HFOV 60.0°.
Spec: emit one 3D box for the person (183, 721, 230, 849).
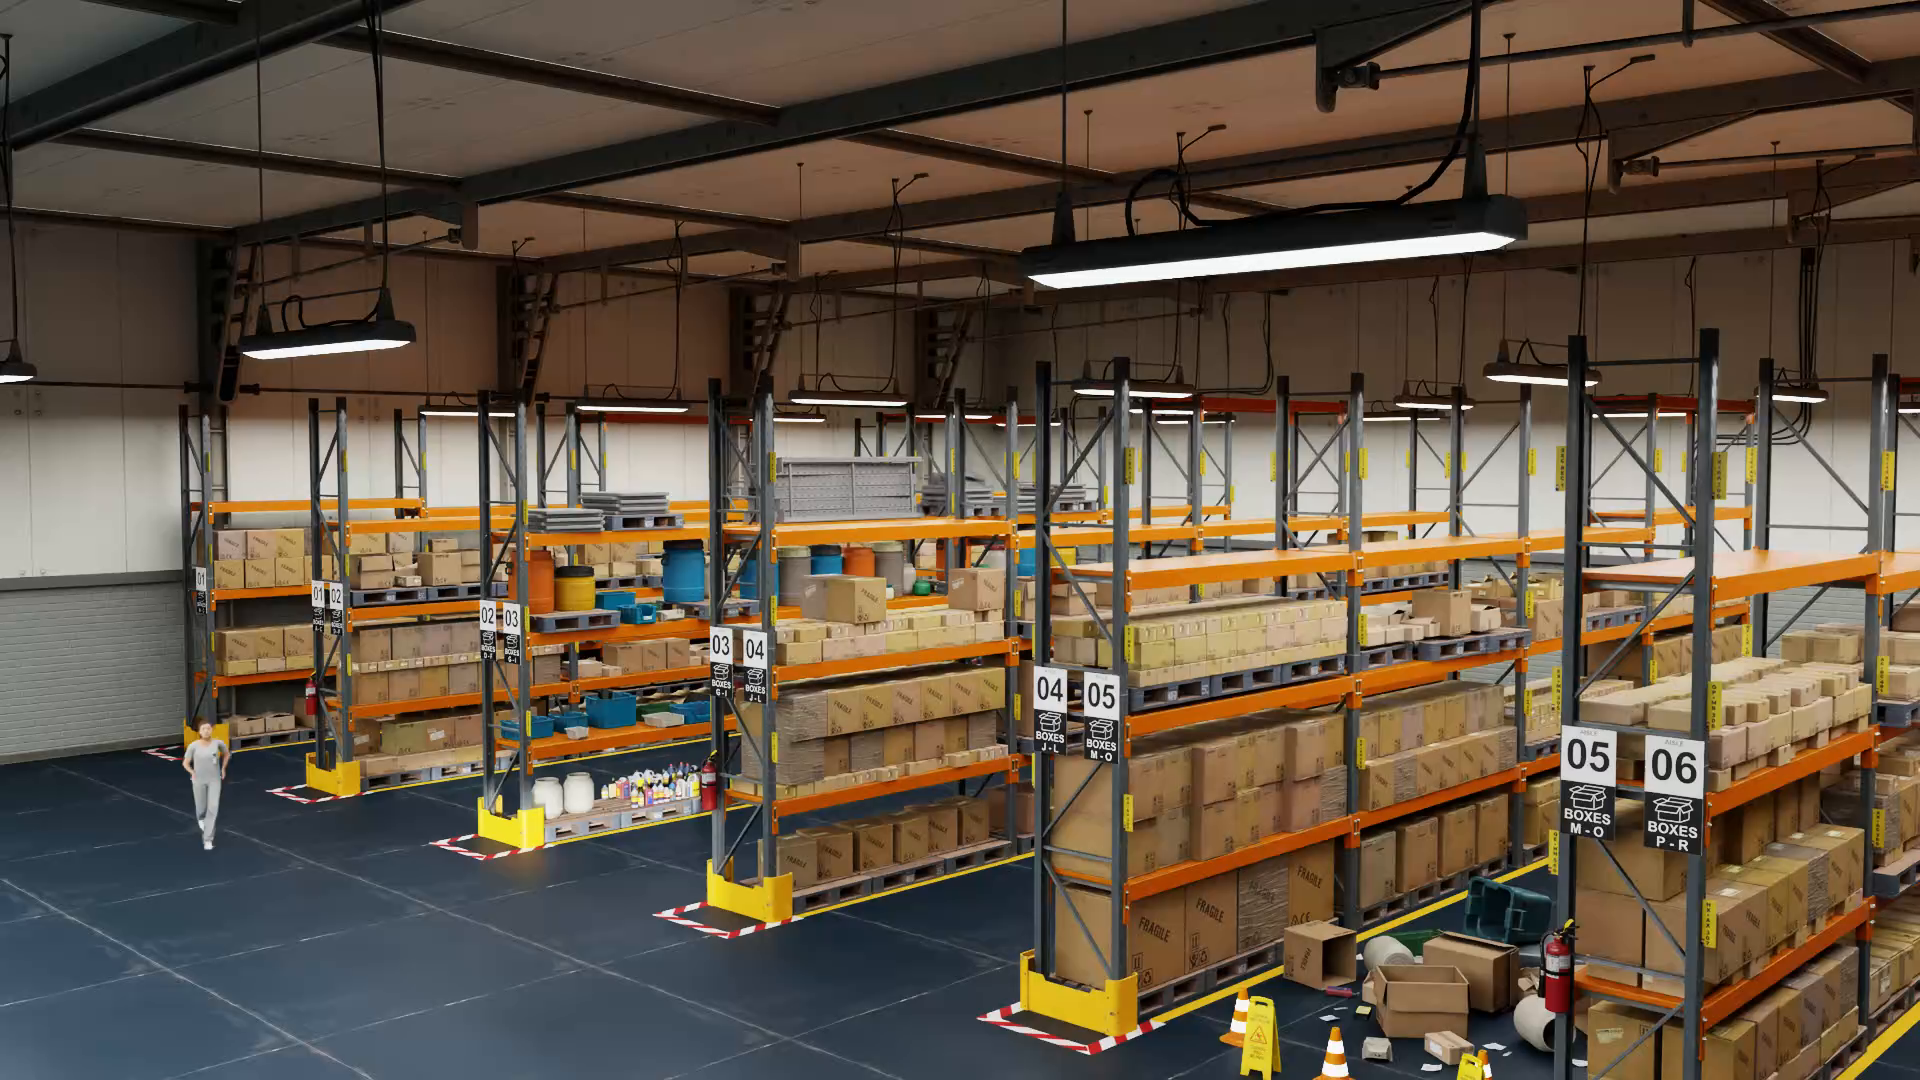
[{"bbox_3d":[-9.962,3.204,21.984,0.556,1.667,0.797,-2,3,-28],"label":"person"}]
